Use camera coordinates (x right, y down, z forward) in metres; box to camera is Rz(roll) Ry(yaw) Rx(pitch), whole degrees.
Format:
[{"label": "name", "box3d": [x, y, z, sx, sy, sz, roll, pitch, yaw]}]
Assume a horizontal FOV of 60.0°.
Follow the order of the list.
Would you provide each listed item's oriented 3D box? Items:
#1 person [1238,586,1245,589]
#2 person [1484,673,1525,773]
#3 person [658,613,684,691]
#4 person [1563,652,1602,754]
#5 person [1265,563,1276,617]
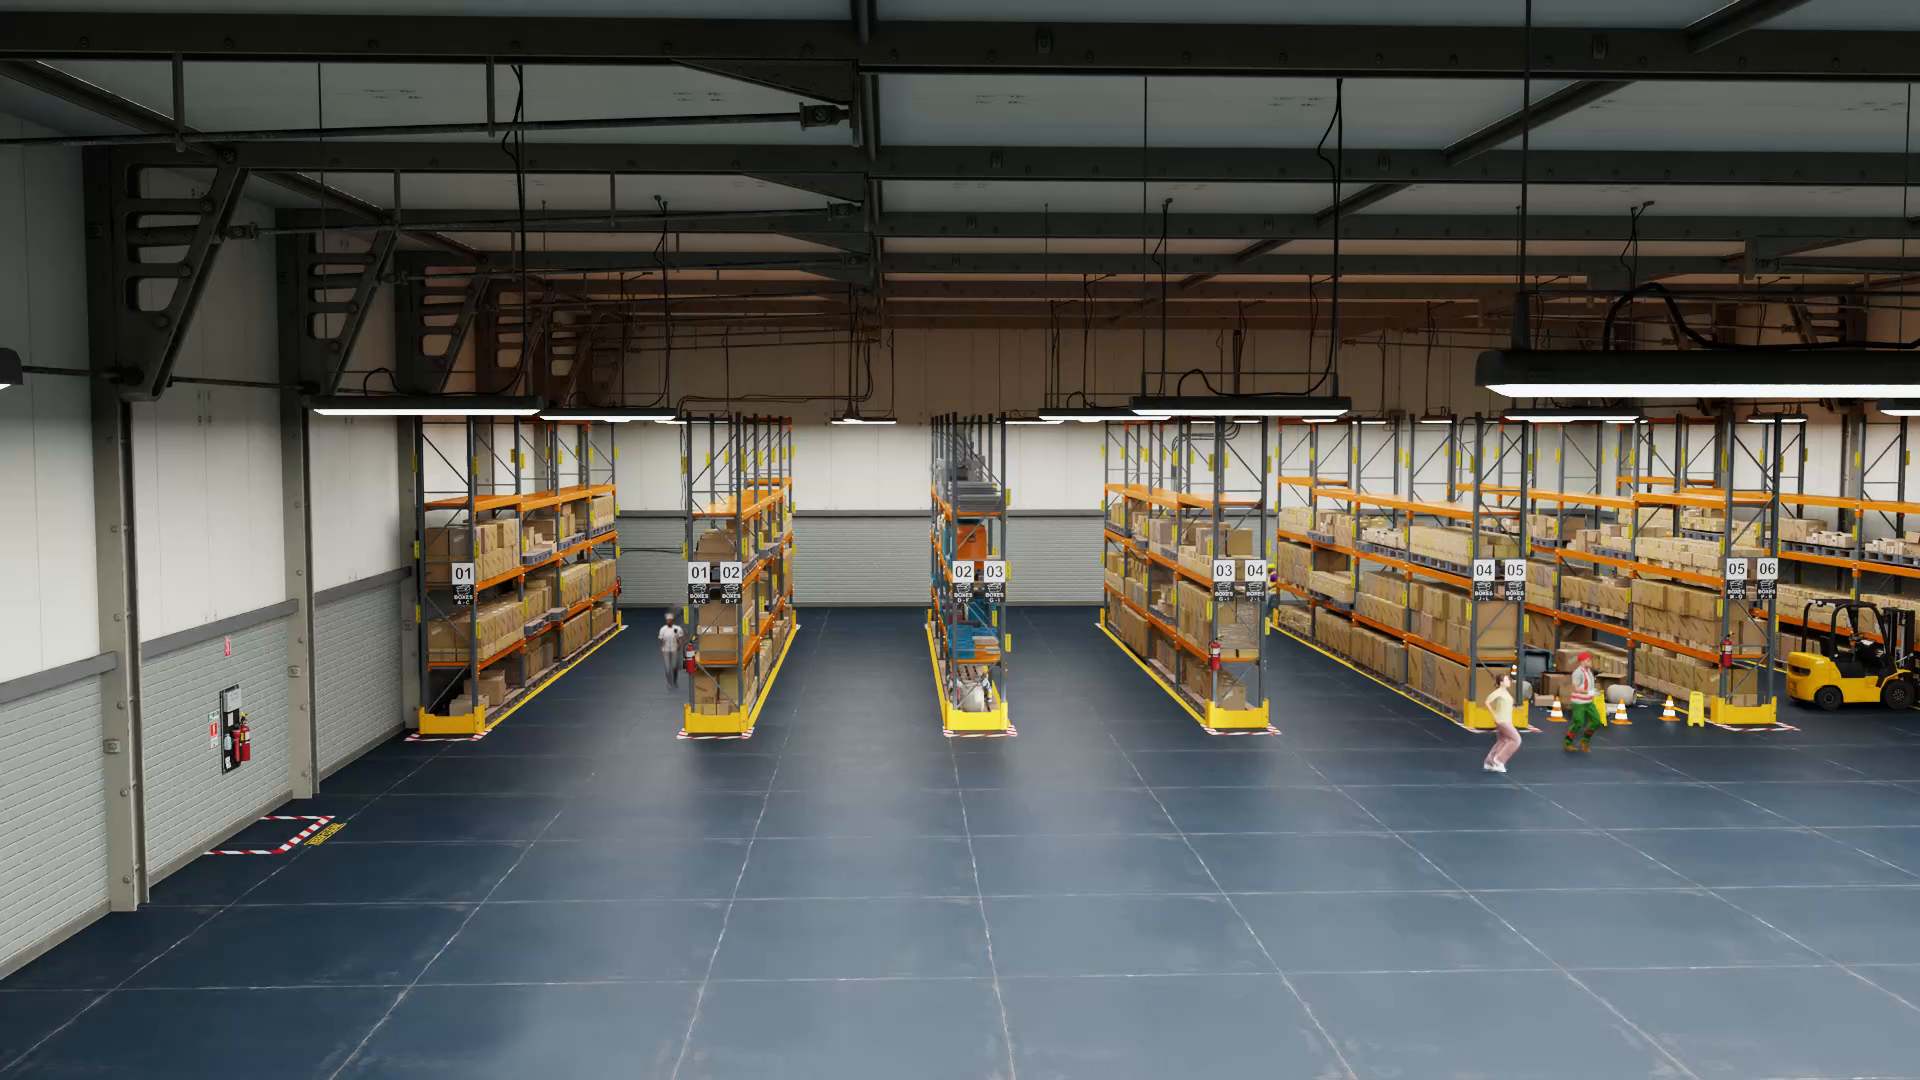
[{"label": "person", "box3d": [8.020, 1.617, 47.778, 0.725, 1.722, 0.603, 2, 4, 29]}, {"label": "person", "box3d": [8.979, 3.014, 27.436, 0.638, 1.641, 0.550, 2, 4, 29]}, {"label": "person", "box3d": [-6.266, 2.434, 36.027, 0.561, 1.700, 0.638, 0, 4, -5]}, {"label": "person", "box3d": [10.926, 2.867, 29.081, 0.658, 1.819, 0.714, -3, 5, -40]}, {"label": "person", "box3d": [9.097, 1.529, 49.024, 0.790, 1.702, 0.970, 0, 4, -6]}]
